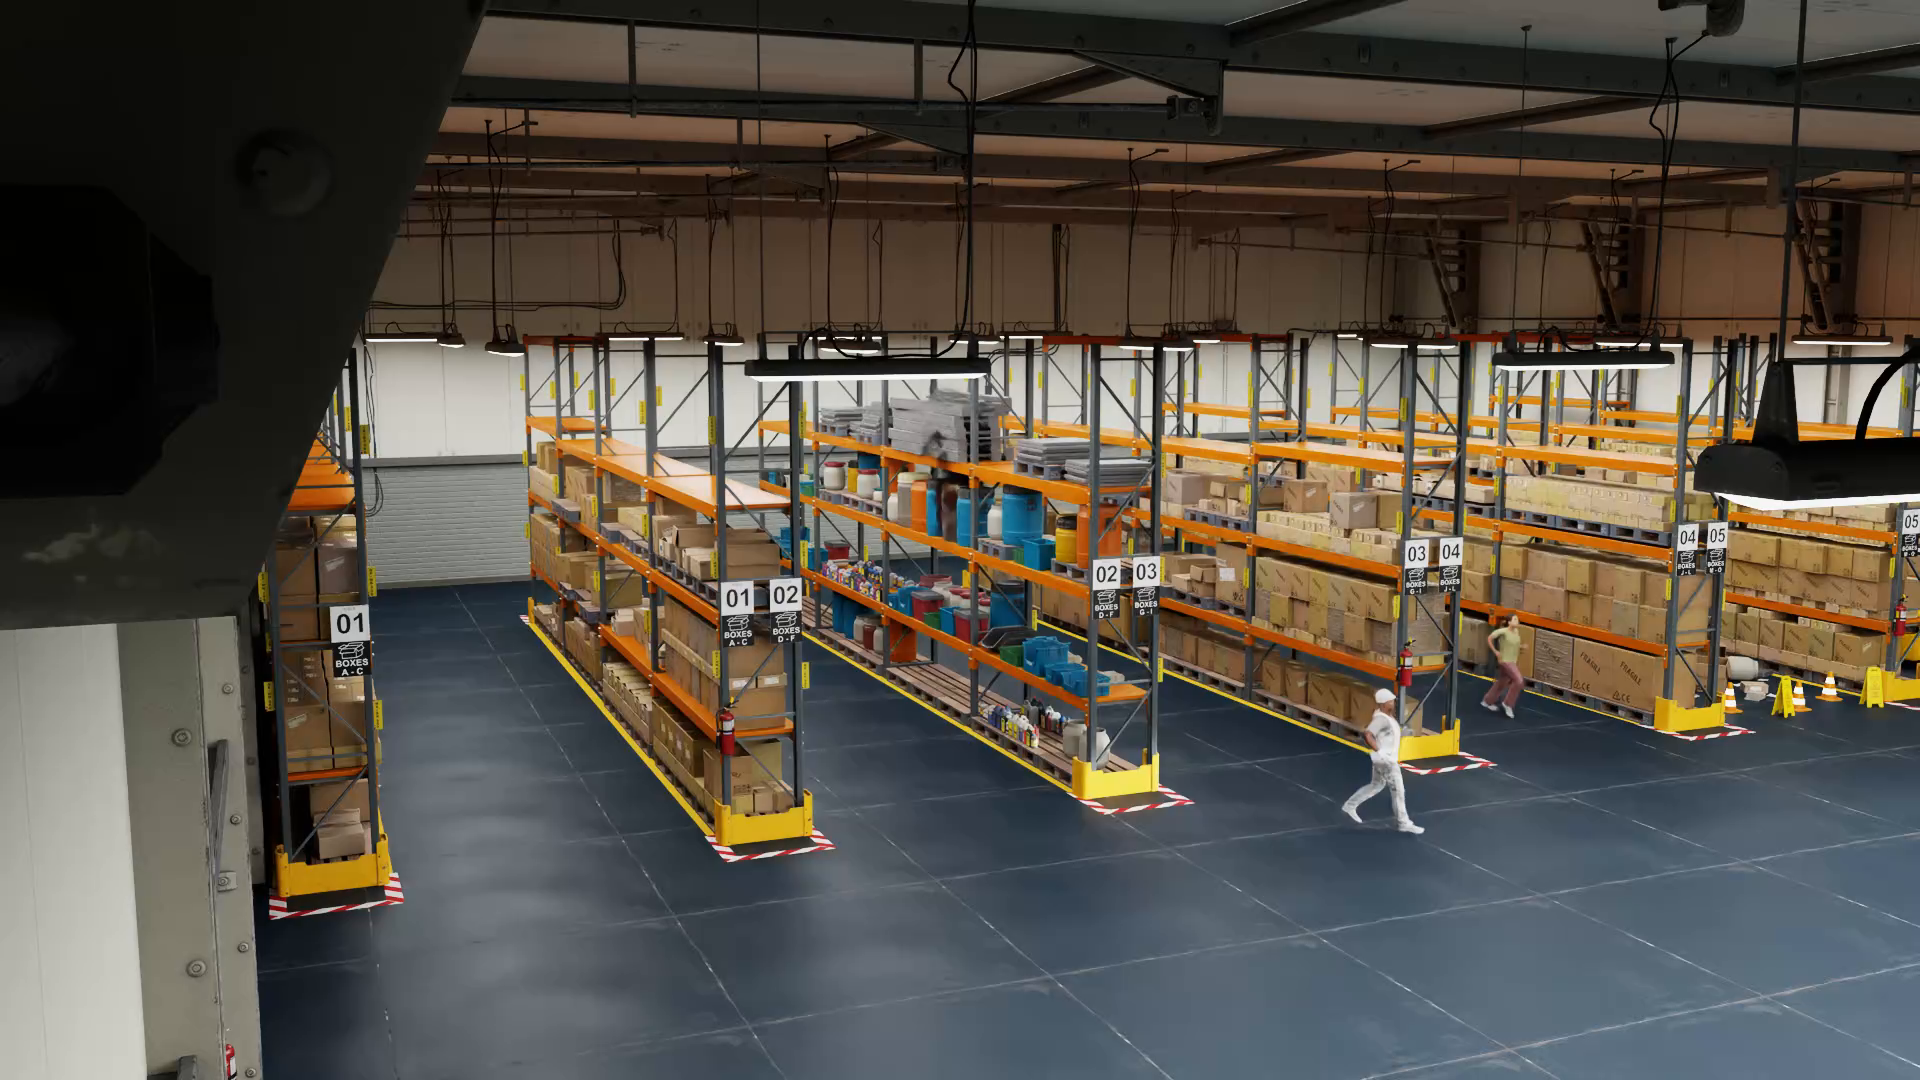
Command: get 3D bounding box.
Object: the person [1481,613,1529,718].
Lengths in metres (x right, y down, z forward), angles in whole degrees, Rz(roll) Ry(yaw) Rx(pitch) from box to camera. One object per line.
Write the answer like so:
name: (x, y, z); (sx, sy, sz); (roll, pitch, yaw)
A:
person: (8.737, 1.980, 26.642); (0.561, 1.686, 0.751); (-7, 10, -43)

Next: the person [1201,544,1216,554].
person: (6.399, -0.087, 42.338); (0.849, 1.631, 0.547); (-3, 8, -18)

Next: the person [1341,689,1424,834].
person: (5.231, 2.704, 20.485); (1.001, 1.768, 0.685); (1, 8, 9)
